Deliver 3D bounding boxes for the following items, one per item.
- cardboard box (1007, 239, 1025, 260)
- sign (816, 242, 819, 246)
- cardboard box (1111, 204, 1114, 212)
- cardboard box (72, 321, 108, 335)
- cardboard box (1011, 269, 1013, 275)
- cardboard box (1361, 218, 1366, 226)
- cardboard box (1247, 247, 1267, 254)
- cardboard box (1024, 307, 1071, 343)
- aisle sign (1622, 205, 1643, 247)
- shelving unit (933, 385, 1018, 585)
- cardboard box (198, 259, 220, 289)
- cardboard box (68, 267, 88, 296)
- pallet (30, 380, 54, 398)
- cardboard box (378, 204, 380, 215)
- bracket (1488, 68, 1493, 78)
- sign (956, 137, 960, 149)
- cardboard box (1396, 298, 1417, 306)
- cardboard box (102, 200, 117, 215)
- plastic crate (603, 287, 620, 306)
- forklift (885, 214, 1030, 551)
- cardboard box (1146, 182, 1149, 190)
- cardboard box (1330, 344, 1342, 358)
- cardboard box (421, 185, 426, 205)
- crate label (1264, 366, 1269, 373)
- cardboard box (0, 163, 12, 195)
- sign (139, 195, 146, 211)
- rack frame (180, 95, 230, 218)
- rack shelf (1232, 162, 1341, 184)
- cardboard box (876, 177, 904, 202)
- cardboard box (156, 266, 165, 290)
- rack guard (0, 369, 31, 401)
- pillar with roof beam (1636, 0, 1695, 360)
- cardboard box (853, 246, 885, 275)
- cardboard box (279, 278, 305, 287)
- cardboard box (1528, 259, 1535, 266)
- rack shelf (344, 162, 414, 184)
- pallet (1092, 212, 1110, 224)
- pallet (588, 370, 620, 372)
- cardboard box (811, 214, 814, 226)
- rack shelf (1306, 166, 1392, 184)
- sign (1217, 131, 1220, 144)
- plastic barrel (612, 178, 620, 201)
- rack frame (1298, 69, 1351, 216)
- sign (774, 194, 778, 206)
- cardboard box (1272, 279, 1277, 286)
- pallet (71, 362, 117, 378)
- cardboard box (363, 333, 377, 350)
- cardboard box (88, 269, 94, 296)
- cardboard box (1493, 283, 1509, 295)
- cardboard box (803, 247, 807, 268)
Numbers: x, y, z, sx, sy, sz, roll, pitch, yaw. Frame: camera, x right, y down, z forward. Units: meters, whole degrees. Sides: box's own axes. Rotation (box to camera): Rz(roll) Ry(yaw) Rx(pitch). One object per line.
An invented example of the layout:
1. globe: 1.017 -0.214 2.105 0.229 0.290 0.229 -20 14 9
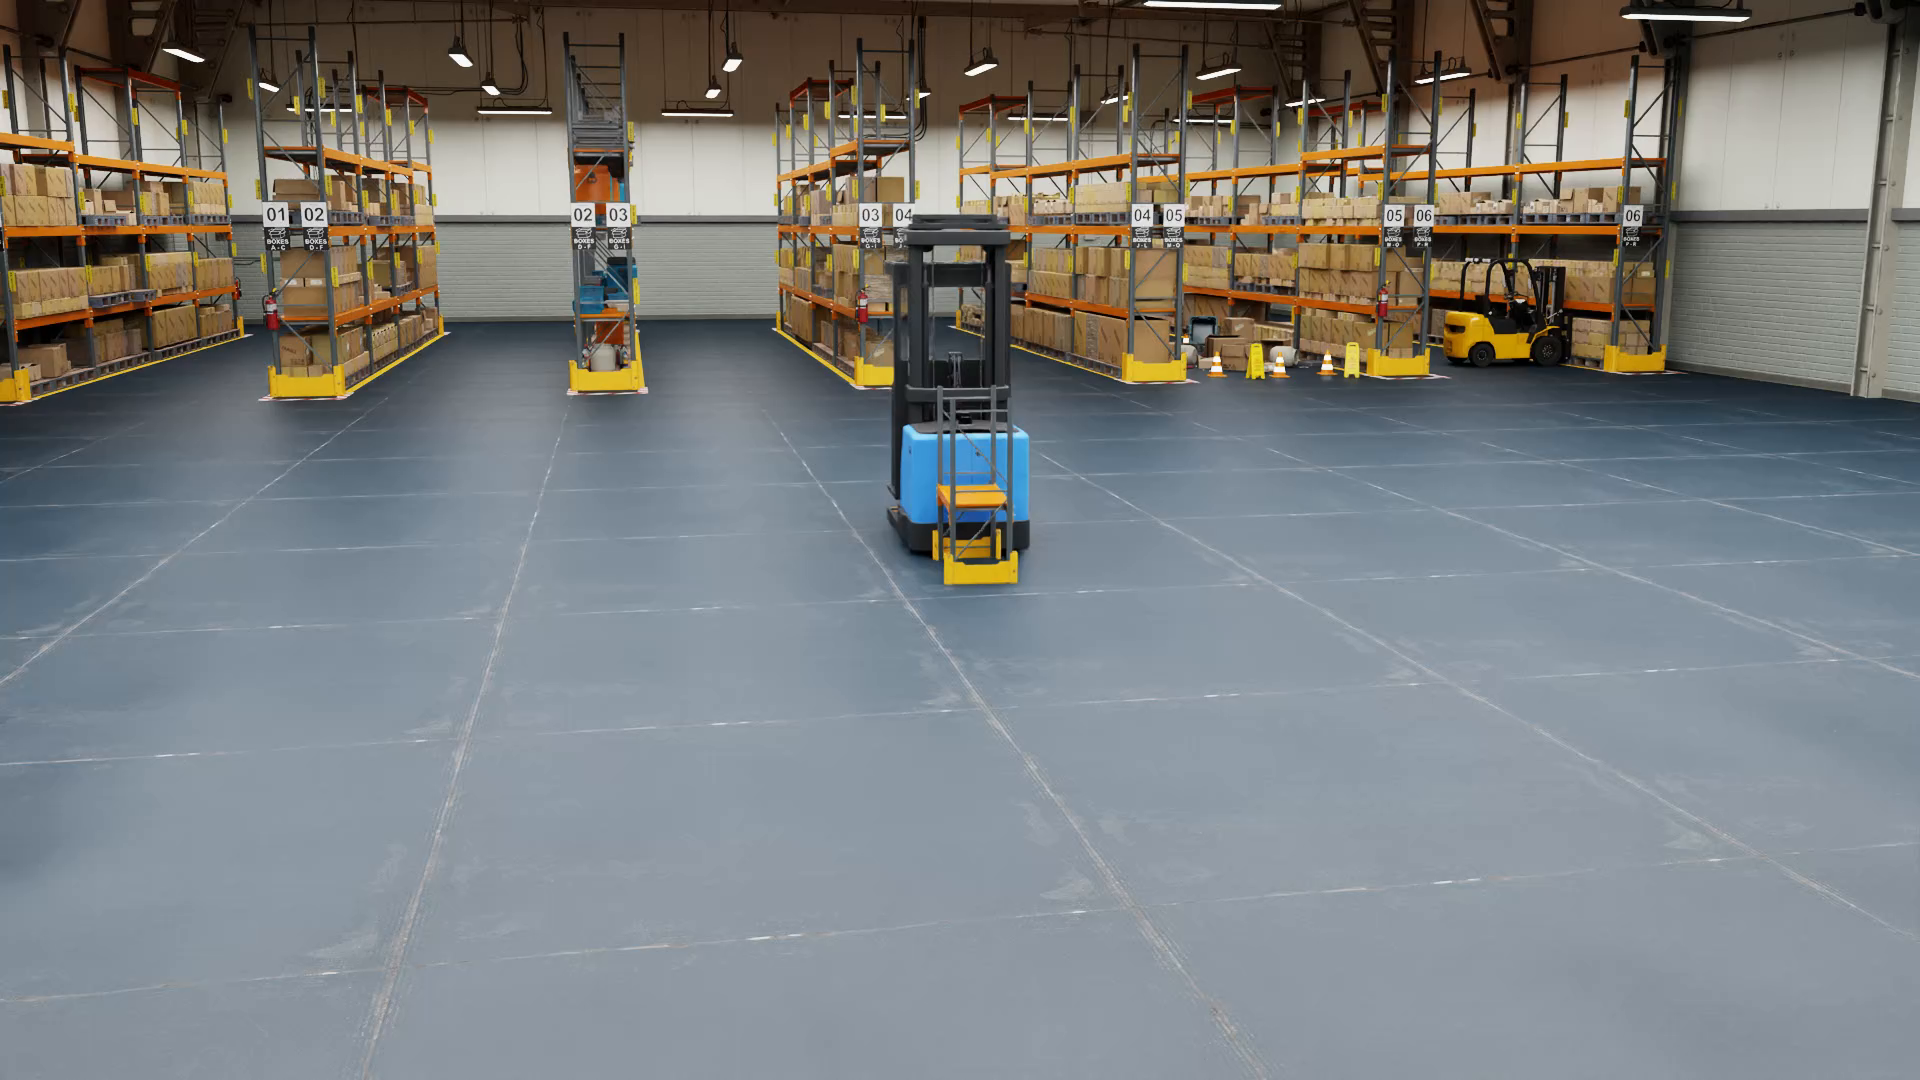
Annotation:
1. cardboard box: 1.409 -7.421 42.480 0.500 0.500 0.500 -2 11 -10
2. sign: -3.871 -7.917 45.094 0.100 0.325 0.005 -2 11 -11
3. cardboard box: 3.047 -6.236 31.250 0.380 0.149 0.250 -2 11 -10
4. cardboard box: -17.001 -4.140 32.484 0.500 0.250 0.500 -2 11 -13
5. cardboard box: 1.385 -6.310 39.131 0.380 0.149 0.250 -2 11 -10
6. cardboard box: 7.984 -6.141 32.139 0.380 0.149 0.250 -2 11 -9
7. cardboard box: 7.015 -6.748 39.737 0.500 0.500 0.500 -2 11 -13
8. cardboard box: 2.065 -4.896 37.842 1.050 0.750 0.750 -2 11 -12
9. aisle sign: 13.020 -6.076 32.199 0.394 0.787 0.004 -2 11 -11
10. shelving unit: 0.113 -0.479 13.757 0.587 1.500 1.083 -1 11 -6
11. cardboard box: -18.581 -6.455 40.342 0.980 0.700 0.700 -3 11 -14
12. cardboard box: -16.253 -4.703 30.277 0.500 0.500 0.500 -2 11 -11
13. pallet: -16.008 -2.534 28.000 1.003 0.211 1.213 -2 11 -11
14. cardboard box: -12.424 -6.913 34.804 0.500 0.250 0.500 -3 11 -15
15. bracket: 12.448 -10.861 38.621 0.235 0.232 0.430 -2 11 -11
16. sign: -0.053 -10.802 45.225 0.100 0.325 0.005 -2 11 -11
17. cardboard box: 8.564 -4.587 32.000 0.380 0.149 0.250 -2 11 -11
18. cardboard box: -17.265 -6.500 33.027 0.797 0.503 0.637 -1 11 -3
19. plastic crate: -6.953 -4.703 32.101 0.767 0.338 0.504 -2 11 -11
20. forklift: -0.111 -1.567 15.647 1.130 2.935 3.031 -2 11 -8
21. cardboard box: 3.692 -6.652 31.301 0.380 0.149 0.250 -2 11 -10
22. cardboard box: 7.806 -3.826 33.559 0.500 0.250 0.500 -3 11 -13
23. cardboard box: -14.008 -8.775 42.369 0.700 0.500 0.500 -2 11 -11
24. crate label: 5.842 -3.306 32.251 0.250 0.136 0.298 -9 14 -40
25. cardboard box: -15.707 -5.843 26.909 0.500 0.500 0.500 -3 11 -15
26. sign: -16.893 -6.954 34.359 0.100 0.325 0.005 -2 11 -11
27. rack frame: -18.982 -9.622 41.734 1.000 3.000 0.127 -2 11 -11
28. rack shelf: 7.260 -8.138 36.935 1.077 0.370 4.000 -2 11 -11
29. cardboard box: -1.318 -6.477 30.834 0.500 0.500 0.500 -2 11 -11
30. cardboard box: -17.362 -5.607 35.570 0.500 0.500 0.500 -2 11 -9
31. rack guard: -15.885 -2.526 27.184 1.175 0.500 0.348 -2 11 -11
32. pillar with roof beam: 9.821 -7.773 32.021 9.100 9.000 0.548 -2 11 -11
33. cardboard box: -1.643 -5.059 30.068 0.500 0.500 0.500 -2 11 -11
34. cardboard box: -11.273 -4.352 28.089 0.380 0.149 0.250 -2 11 -12
35. cardboard box: 12.445 -5.956 35.723 0.380 0.149 0.250 -2 11 -10
36. rack shelf: -12.956 -8.152 37.007 1.077 0.370 4.000 -2 11 -11
37. pallet: 3.196 -6.232 32.185 1.003 0.211 1.213 -2 11 -11
38. pallet: -6.366 -2.892 29.879 1.003 0.211 1.213 -2 11 -11
39. cardboard box: -3.008 -7.052 36.657 0.500 0.250 0.500 -2 11 -10
40. rack shelf: 10.572 -9.982 45.559 1.077 0.370 4.000 -2 11 -11
41. sign: 6.623 -10.308 42.632 0.100 0.325 0.005 -2 11 -11
42. plastic barrel: -7.816 -7.562 36.666 0.600 0.830 0.708 -2 11 -11
43. rack frame: 7.649 -8.321 34.903 1.000 3.000 0.127 -2 11 -11
44. sign: -4.951 -9.138 44.664 0.100 0.325 0.005 -2 11 -11
45. cardboard box: 7.106 -5.683 36.635 0.380 0.149 0.250 -2 11 -11
46. pallet: -16.801 -3.246 31.742 1.003 0.211 1.213 -2 11 -11
47. cardboard box: -11.626 -3.870 32.293 0.500 0.311 0.500 -2 11 -11
48. cardboard box: -16.713 -4.833 31.178 0.700 0.500 0.500 -2 11 -11
49. cardboard box: 12.163 -5.565 36.866 0.500 0.250 0.500 -2 11 -10
50. cardboard box: -3.373 -6.780 39.899 0.797 0.503 0.637 -2 11 -10
